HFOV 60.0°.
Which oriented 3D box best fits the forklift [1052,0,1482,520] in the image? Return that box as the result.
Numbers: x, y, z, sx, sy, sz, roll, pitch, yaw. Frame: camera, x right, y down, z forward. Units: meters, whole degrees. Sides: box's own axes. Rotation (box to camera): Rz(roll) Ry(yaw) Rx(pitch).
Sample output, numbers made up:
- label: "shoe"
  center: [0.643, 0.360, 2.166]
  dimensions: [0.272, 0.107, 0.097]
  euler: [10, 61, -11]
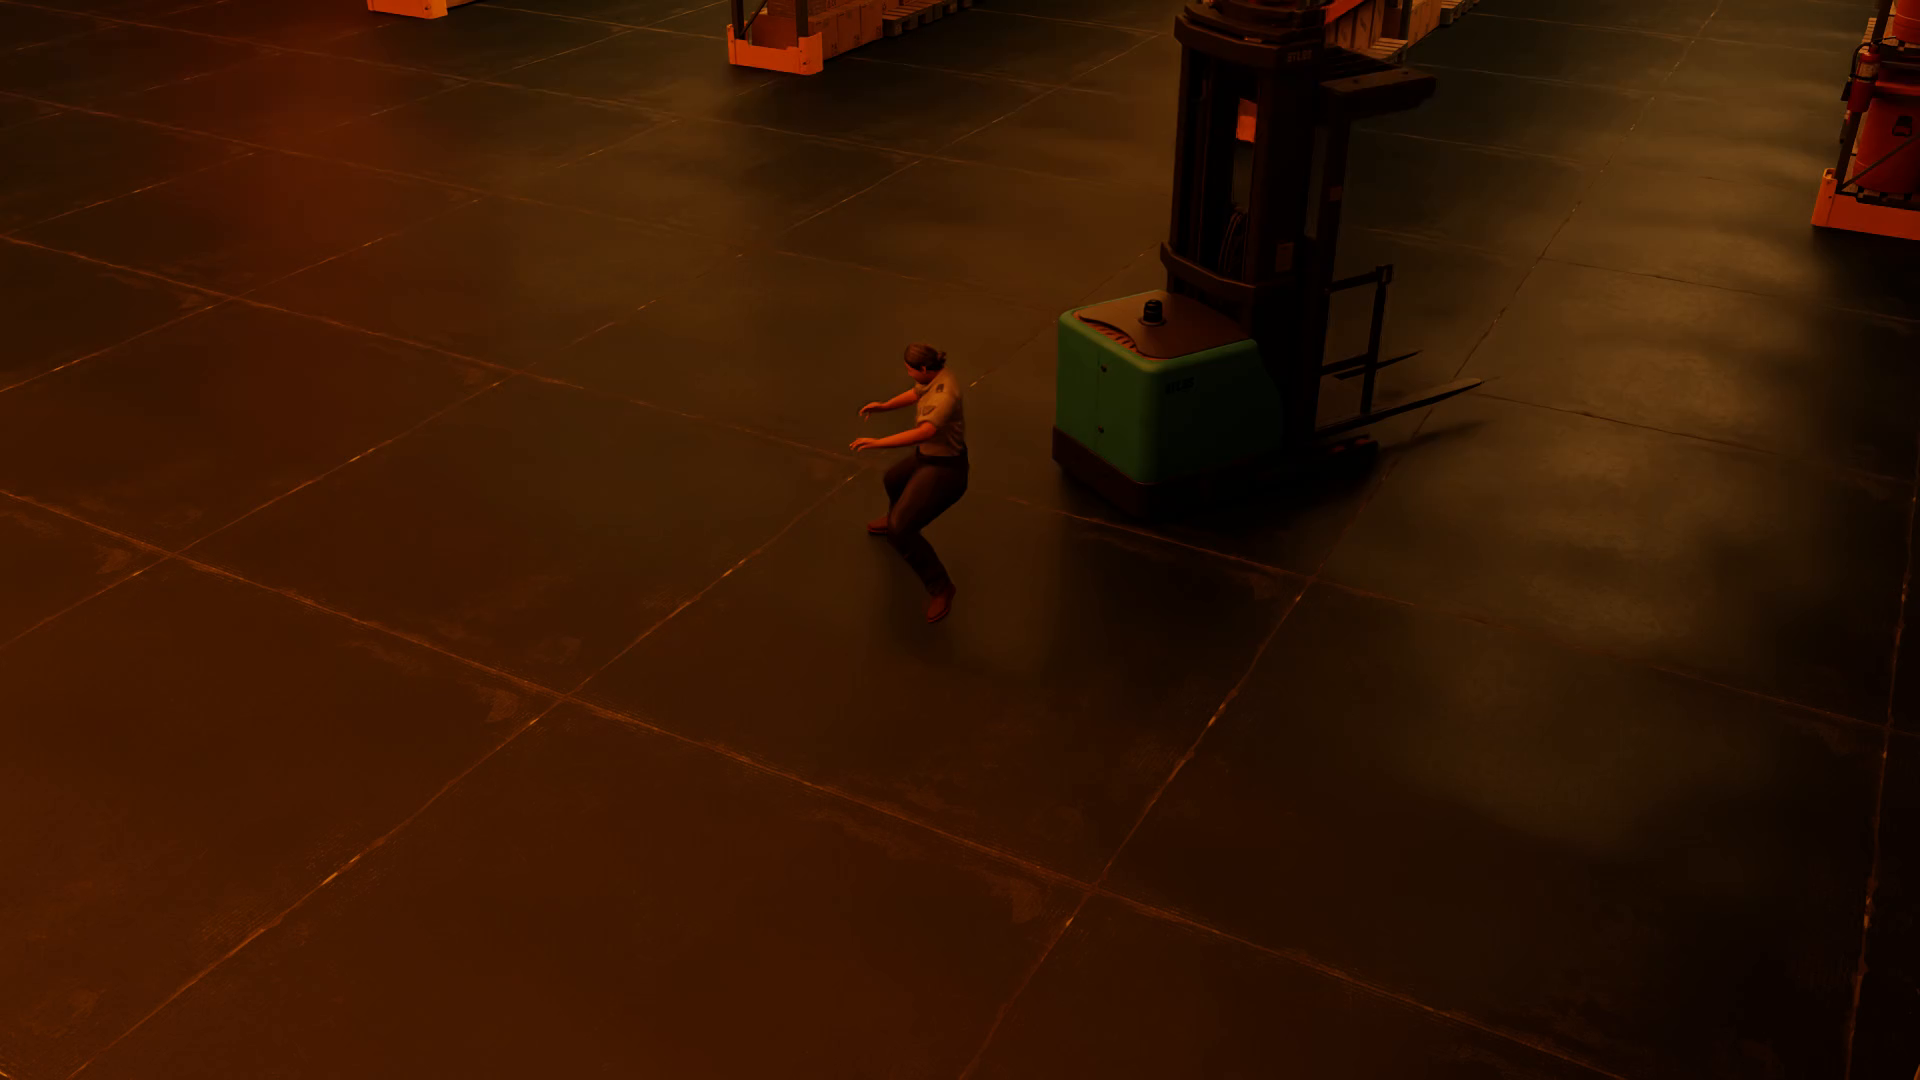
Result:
- label: "forklift"
  center: [2.127, -1.925, 10.407]
  dimensions: [3.031, 2.935, 1.130]
  euler: [-17, 34, -26]

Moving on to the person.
- label: "person"
  center: [-0.273, -0.432, 9.321]
  dimensions: [0.611, 1.430, 1.204]
  euler: [1, 30, 2]
